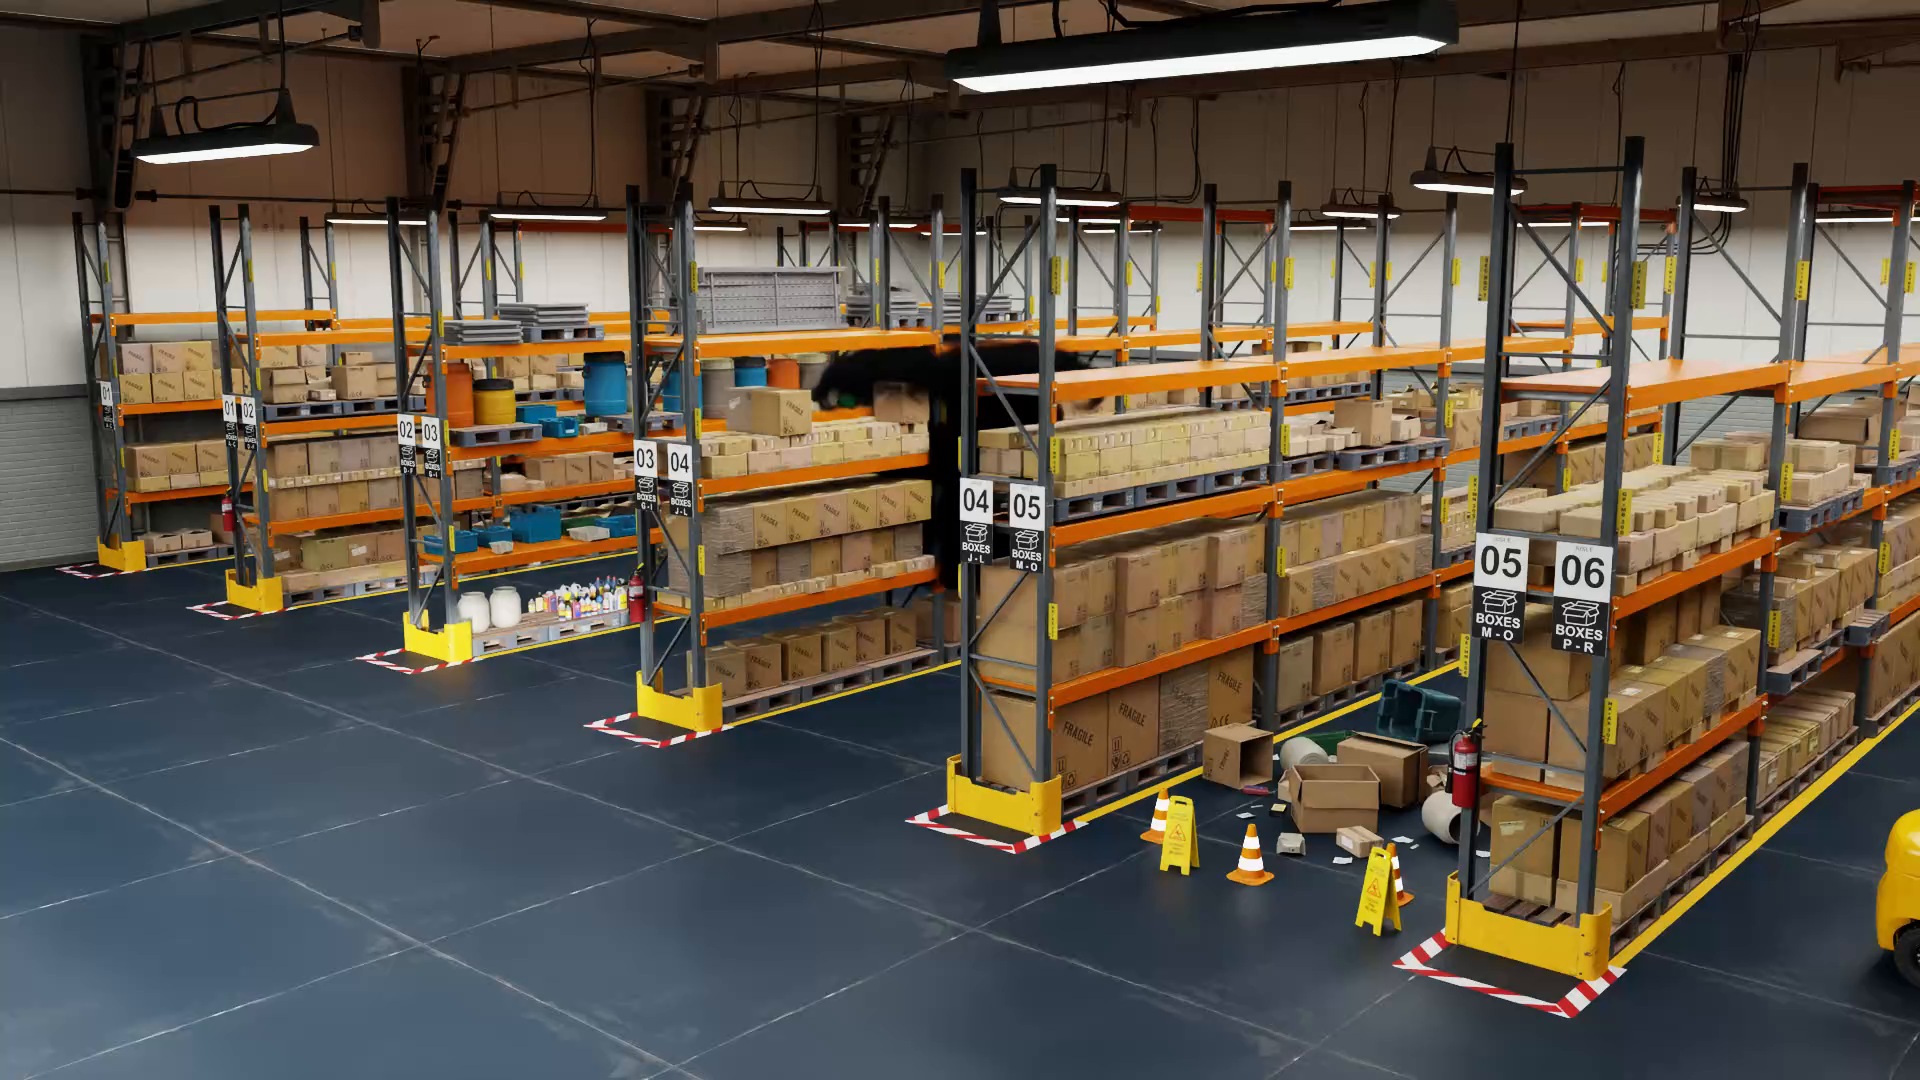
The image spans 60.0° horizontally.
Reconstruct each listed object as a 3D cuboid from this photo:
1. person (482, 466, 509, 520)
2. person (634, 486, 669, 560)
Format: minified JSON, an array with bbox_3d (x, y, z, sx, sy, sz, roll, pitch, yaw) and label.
[{"bbox_3d":[-8.550,-0.653,30.774,0.581,1.494,0.826,5,10,25],"label":"person"},{"bbox_3d":[-5.209,-0.458,28.708,0.688,1.812,0.912,8,12,38],"label":"person"}]
